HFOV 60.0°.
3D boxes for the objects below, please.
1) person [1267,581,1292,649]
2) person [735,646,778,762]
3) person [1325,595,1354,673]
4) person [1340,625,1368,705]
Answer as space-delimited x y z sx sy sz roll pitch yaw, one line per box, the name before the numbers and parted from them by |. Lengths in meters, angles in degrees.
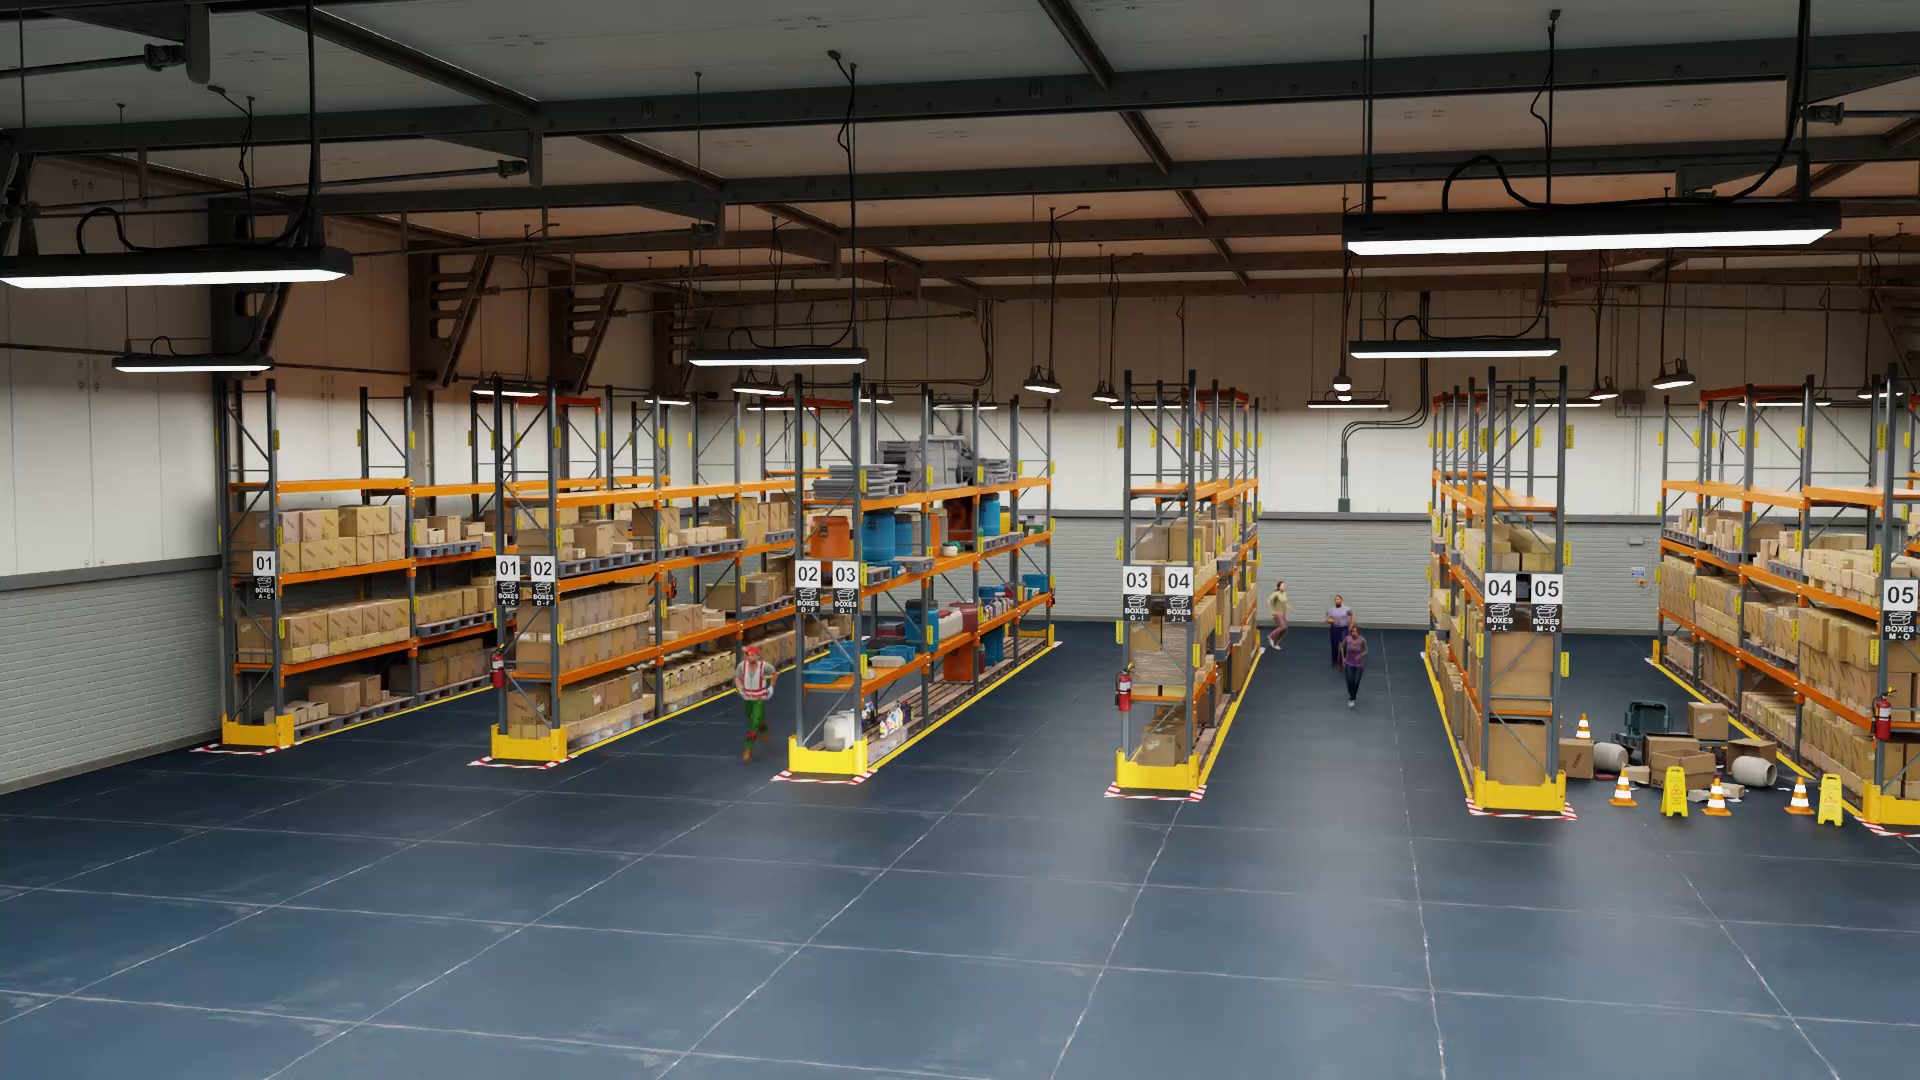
person | 7.689 1.807 39.940 0.596 1.643 0.518 -3 4 -39
person | -3.241 2.539 26.432 0.660 1.774 1.134 1 4 15
person | 8.246 2.041 36.142 0.607 1.675 0.802 1 4 16
person | 7.372 2.355 31.118 0.504 1.538 0.659 1 3 10
